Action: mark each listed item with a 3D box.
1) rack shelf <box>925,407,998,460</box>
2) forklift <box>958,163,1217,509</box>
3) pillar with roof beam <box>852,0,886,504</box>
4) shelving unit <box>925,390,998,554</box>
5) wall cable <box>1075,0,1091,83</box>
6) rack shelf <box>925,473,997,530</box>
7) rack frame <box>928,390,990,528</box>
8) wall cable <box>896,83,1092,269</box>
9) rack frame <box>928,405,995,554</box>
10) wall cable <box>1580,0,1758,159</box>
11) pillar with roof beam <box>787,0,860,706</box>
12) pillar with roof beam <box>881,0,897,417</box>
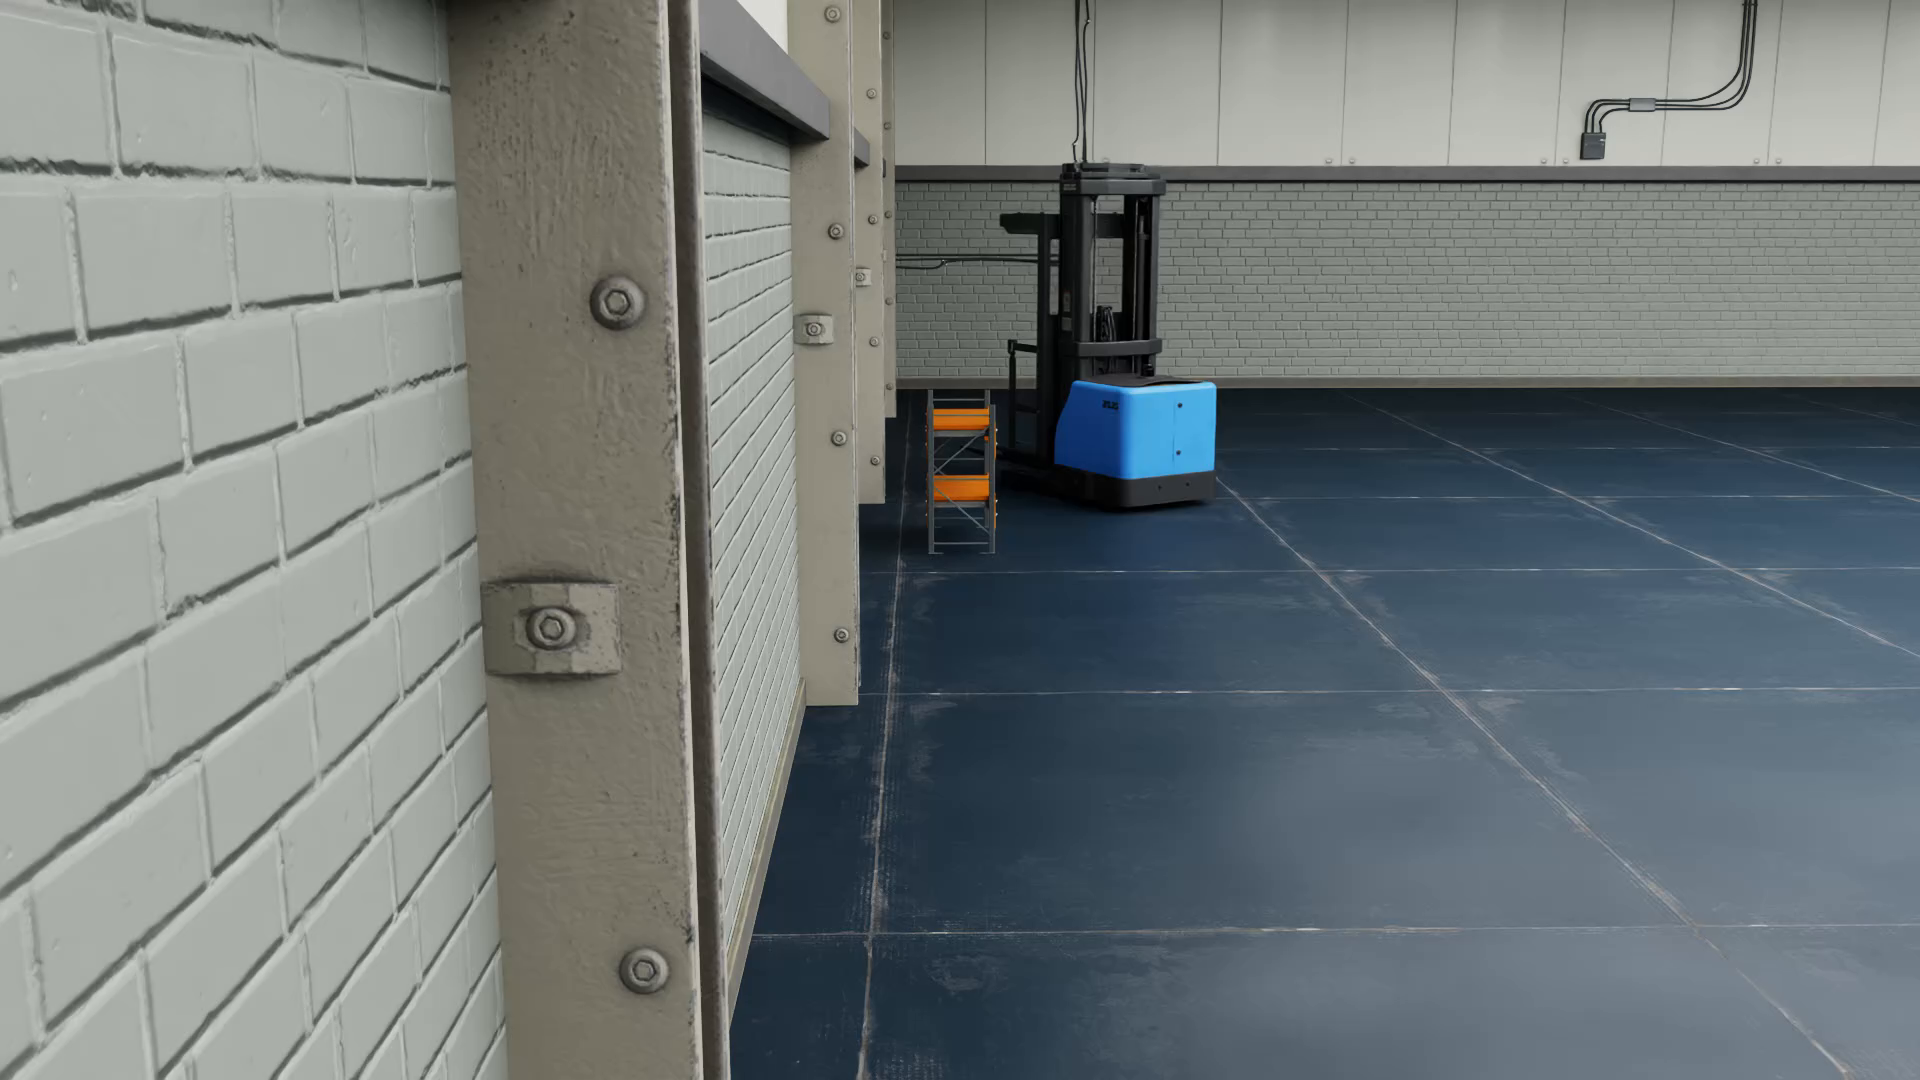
[{"bbox_3d":[0.000,-0.837,12.882,0.538,0.278,1.000,0,11,-1],"label":"rack shelf"},{"bbox_3d":[1.045,-1.947,15.283,1.130,2.935,3.031,-7,13,-30],"label":"forklift"},{"bbox_3d":[3.482,-4.789,14.030,9.100,9.000,0.400,0,11,-1],"label":"pillar with roof beam"},{"bbox_3d":[0.000,-0.550,12.941,0.538,1.125,1.048,0,11,-1],"label":"shelving unit"},{"bbox_3d":[3.019,-7.519,22.597,3.097,2.526,0.112,0,11,-1],"label":"wall cable"},{"bbox_3d":[0.000,-0.310,12.989,0.538,0.278,1.000,0,11,-1],"label":"rack shelf"},{"bbox_3d":[-0.010,-0.651,13.439,0.500,1.125,0.032,0,11,-1],"label":"rack frame"},{"bbox_3d":[0.315,-5.033,23.044,3.097,2.526,0.112,0,11,-1],"label":"wall cable"},{"bbox_3d":[0.011,-0.449,12.443,0.500,1.125,0.032,0,11,-1],"label":"rack frame"},{"bbox_3d":[9.806,-8.257,22.574,2.305,6.003,0.169,0,11,-1],"label":"wall cable"},{"bbox_3d":[3.606,-3.596,8.151,9.100,9.000,0.400,0,11,-1],"label":"pillar with roof beam"},{"bbox_3d":[3.358,-5.981,19.909,9.100,9.000,0.400,0,11,-1],"label":"pillar with roof beam"}]
